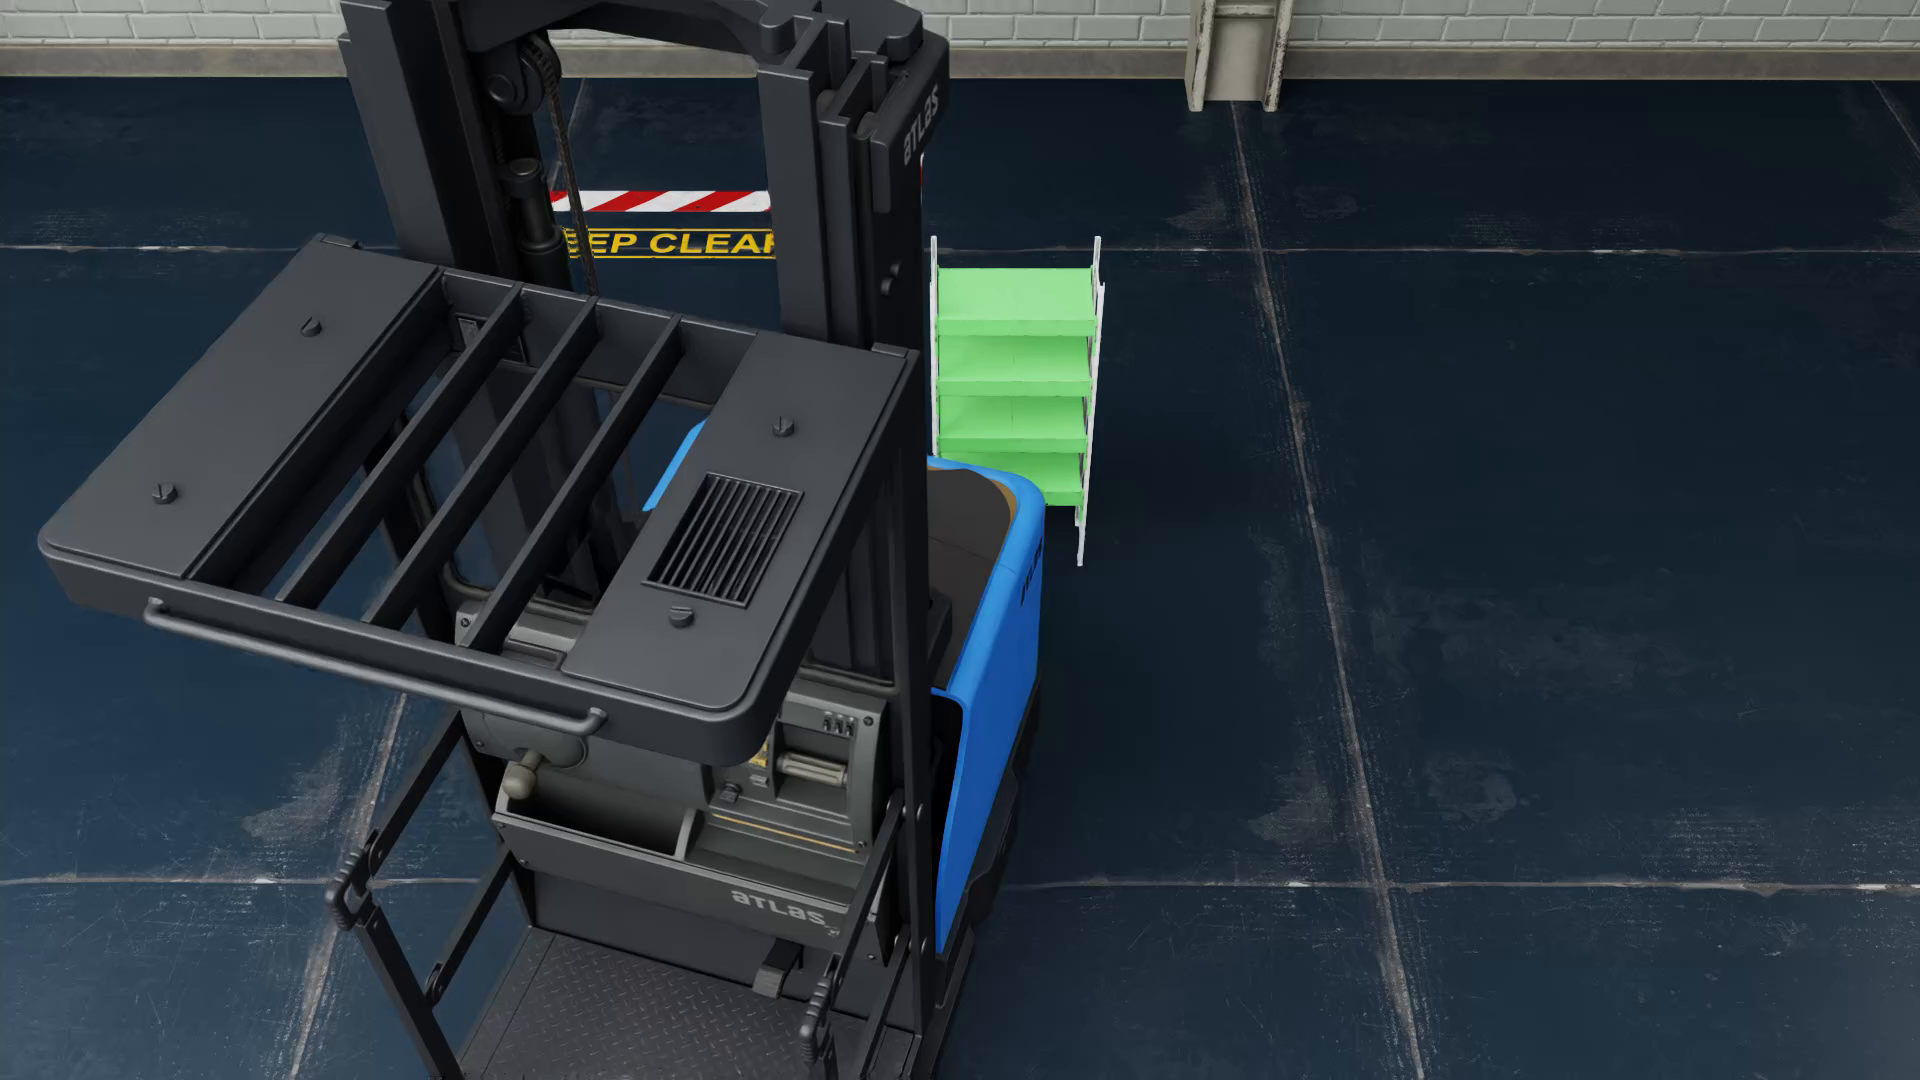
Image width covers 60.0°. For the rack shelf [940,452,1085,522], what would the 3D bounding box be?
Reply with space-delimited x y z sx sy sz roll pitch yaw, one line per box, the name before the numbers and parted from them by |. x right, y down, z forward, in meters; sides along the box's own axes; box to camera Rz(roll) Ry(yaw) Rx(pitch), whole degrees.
rack shelf | 0.166 -0.201 5.533 0.480 0.148 0.258 0 47 0

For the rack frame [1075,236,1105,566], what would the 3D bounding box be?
rack frame | 0.410 -0.408 5.310 0.015 1.200 0.240 0 47 0

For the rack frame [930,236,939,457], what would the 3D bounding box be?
rack frame | -0.078 -0.409 5.311 0.015 1.200 0.240 0 47 0

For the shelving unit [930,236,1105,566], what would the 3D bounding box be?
shelving unit | 0.166 -0.408 5.310 0.503 1.200 0.258 0 47 0

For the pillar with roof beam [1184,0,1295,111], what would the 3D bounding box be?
pillar with roof beam | 1.229 -1.979 1.444 0.400 9.000 9.100 0 47 0

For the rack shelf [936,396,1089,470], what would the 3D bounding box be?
rack shelf | 0.166 -0.365 5.357 0.480 0.148 0.258 0 47 0

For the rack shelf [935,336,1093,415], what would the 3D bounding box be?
rack shelf | 0.166 -0.528 5.181 0.480 0.148 0.258 0 47 0

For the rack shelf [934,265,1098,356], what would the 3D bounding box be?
rack shelf | 0.166 -0.692 5.006 0.480 0.148 0.258 0 47 0

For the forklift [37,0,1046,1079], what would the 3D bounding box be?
forklift | -0.668 0.502 3.281 1.130 2.935 3.031 12 48 11
